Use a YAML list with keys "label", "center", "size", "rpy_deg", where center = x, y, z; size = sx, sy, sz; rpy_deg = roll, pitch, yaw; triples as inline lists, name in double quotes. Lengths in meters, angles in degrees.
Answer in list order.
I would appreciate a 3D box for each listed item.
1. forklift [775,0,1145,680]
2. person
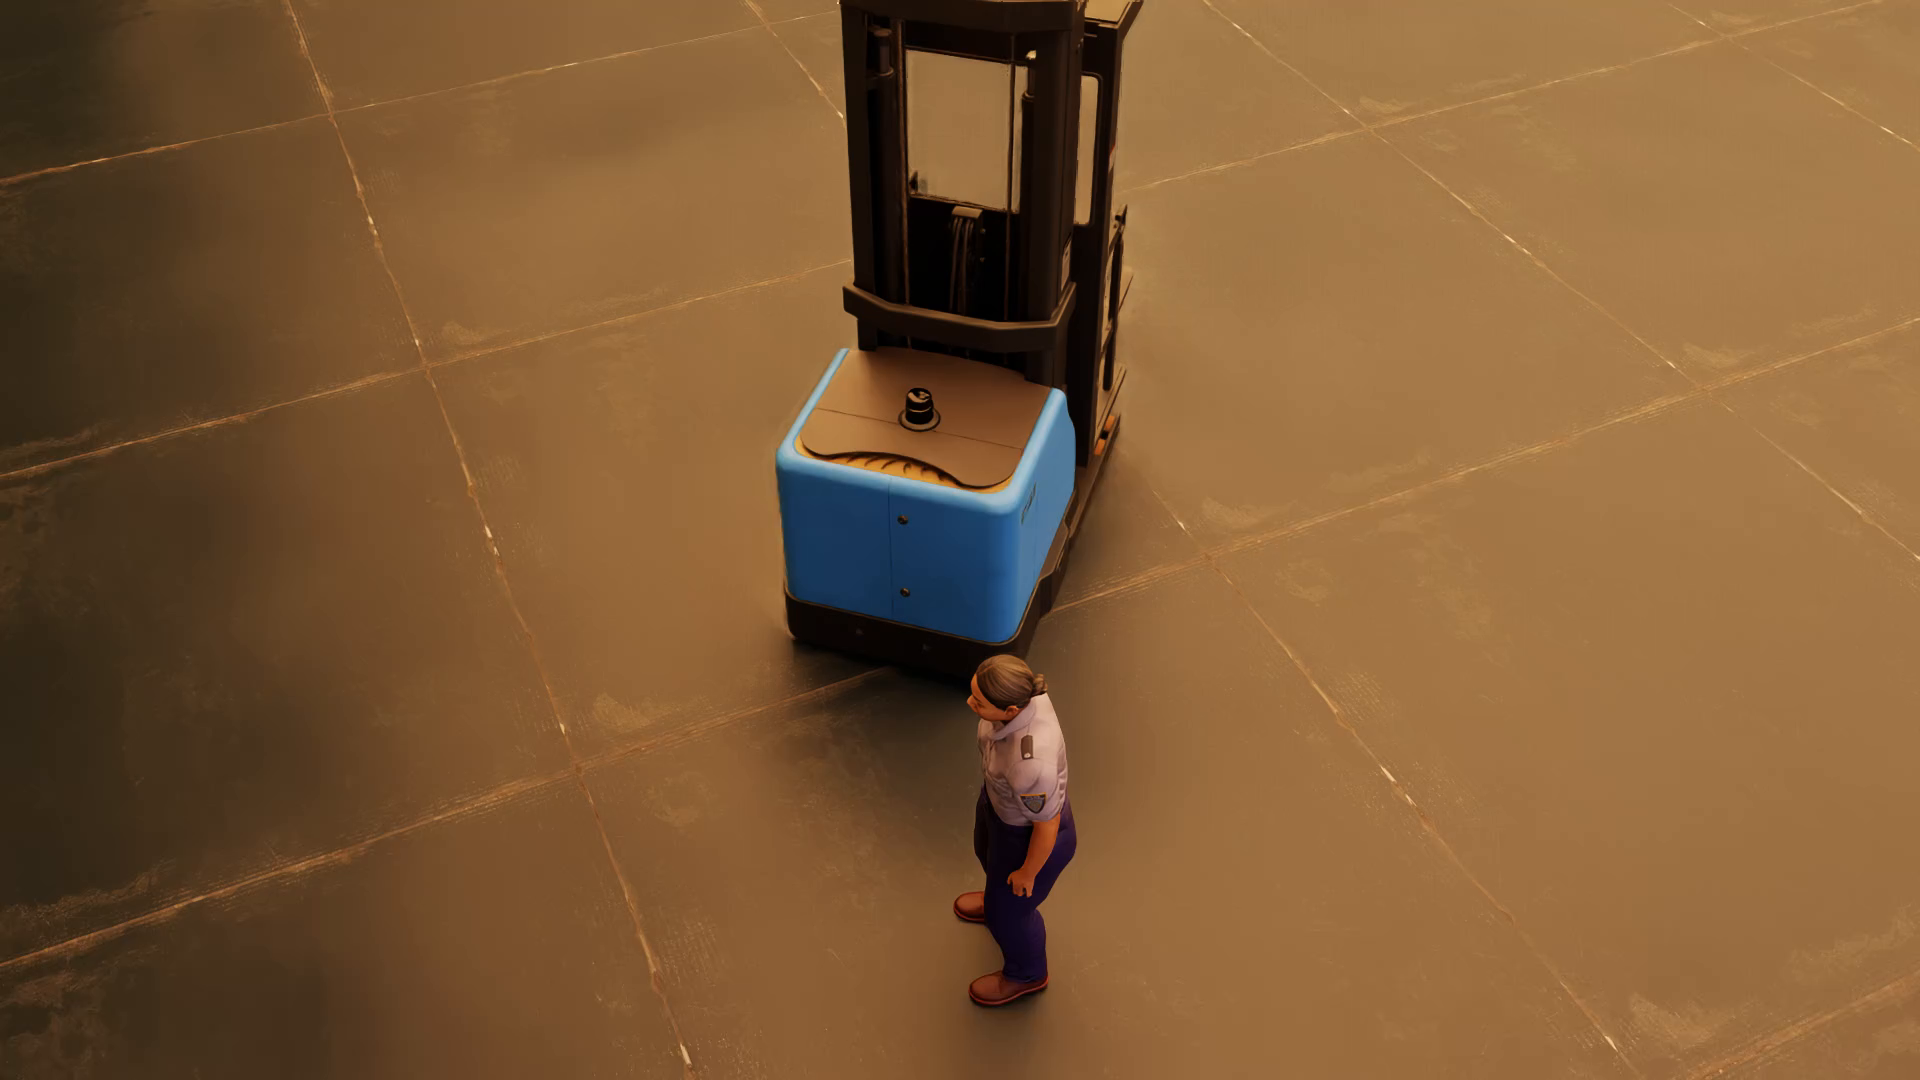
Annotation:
- label: "forklift"
  center: [0.169, -1.481, 7.267]
  size: [1.130, 2.935, 3.031]
  rpy_deg: [12, 44, 13]
- label: "person"
  center: [0.191, 0.937, 5.617]
  size: [0.369, 1.650, 0.555]
  rpy_deg: [-6, 43, -6]
